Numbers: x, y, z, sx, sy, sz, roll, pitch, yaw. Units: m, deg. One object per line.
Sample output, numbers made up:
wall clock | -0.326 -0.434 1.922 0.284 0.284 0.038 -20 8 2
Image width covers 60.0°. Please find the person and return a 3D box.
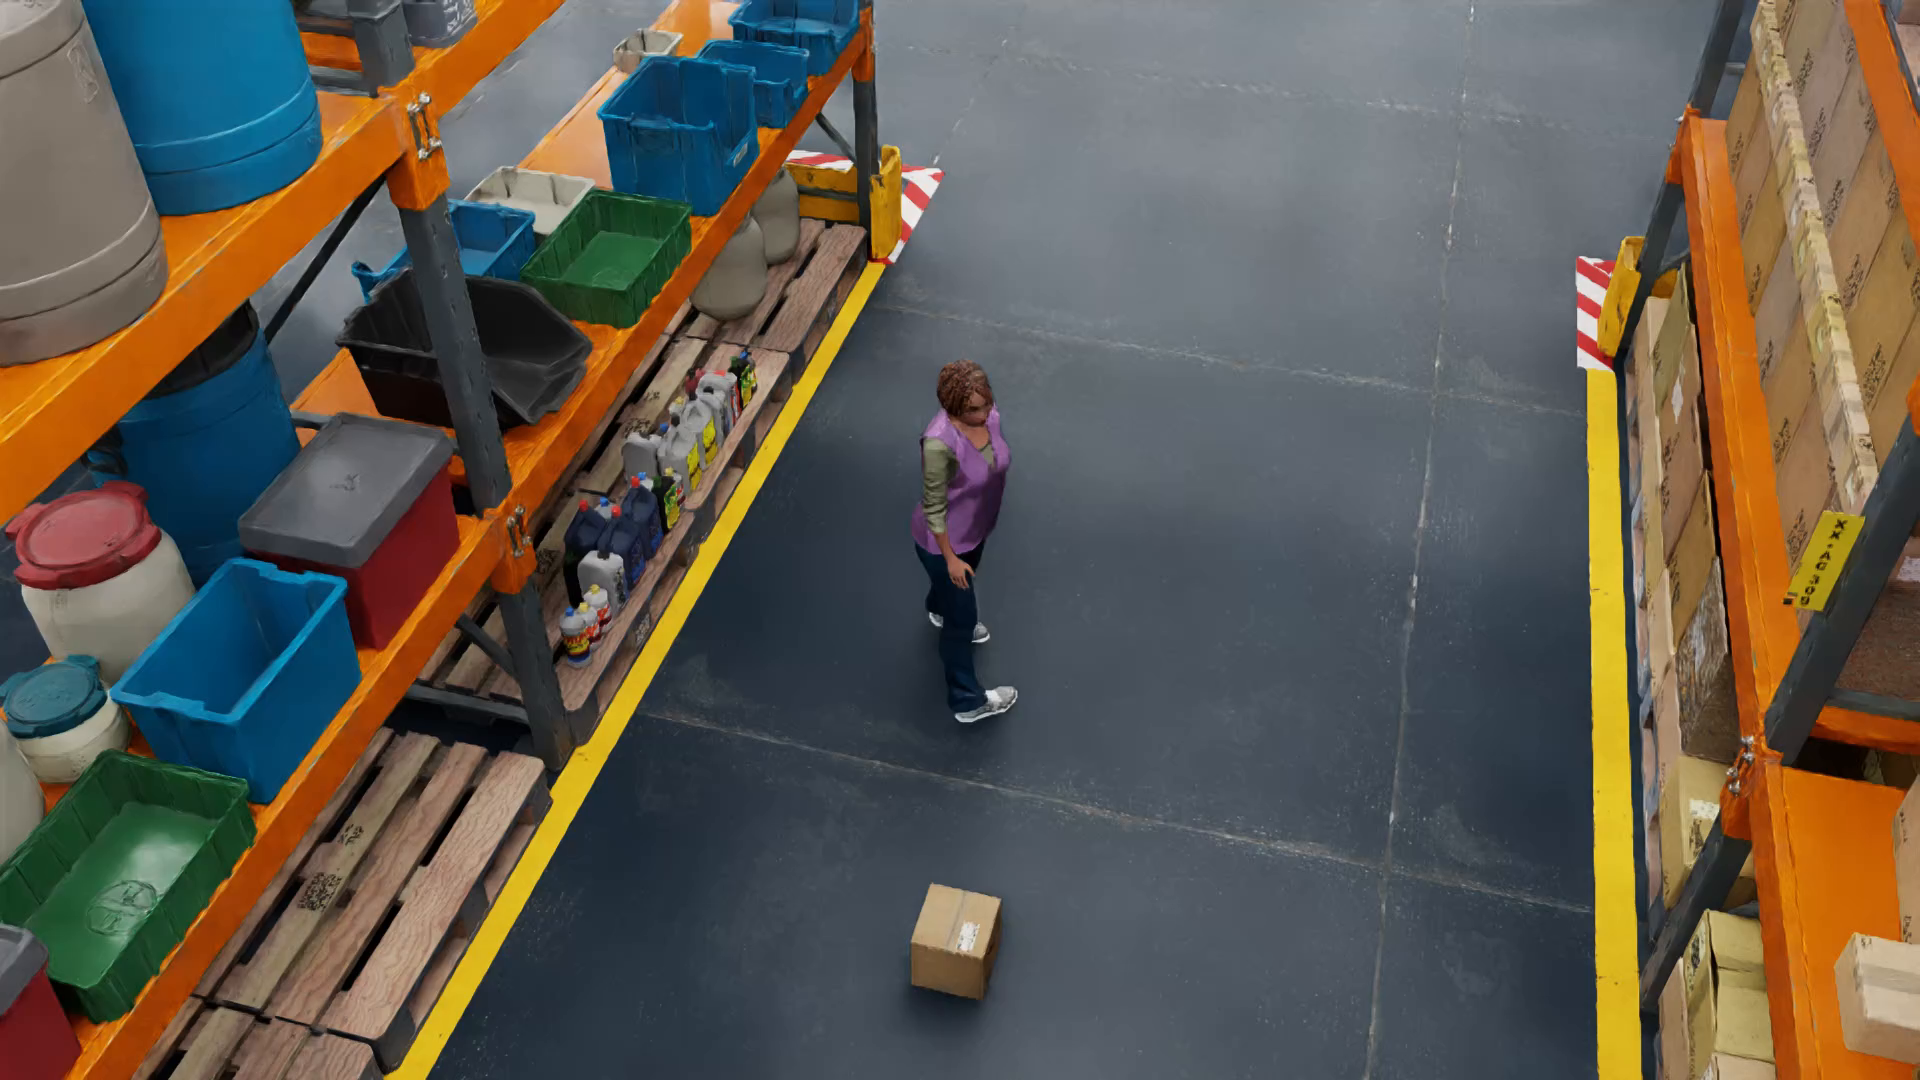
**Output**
person | 0.013 -0.049 6.230 0.546 1.590 0.530 20 45 21
